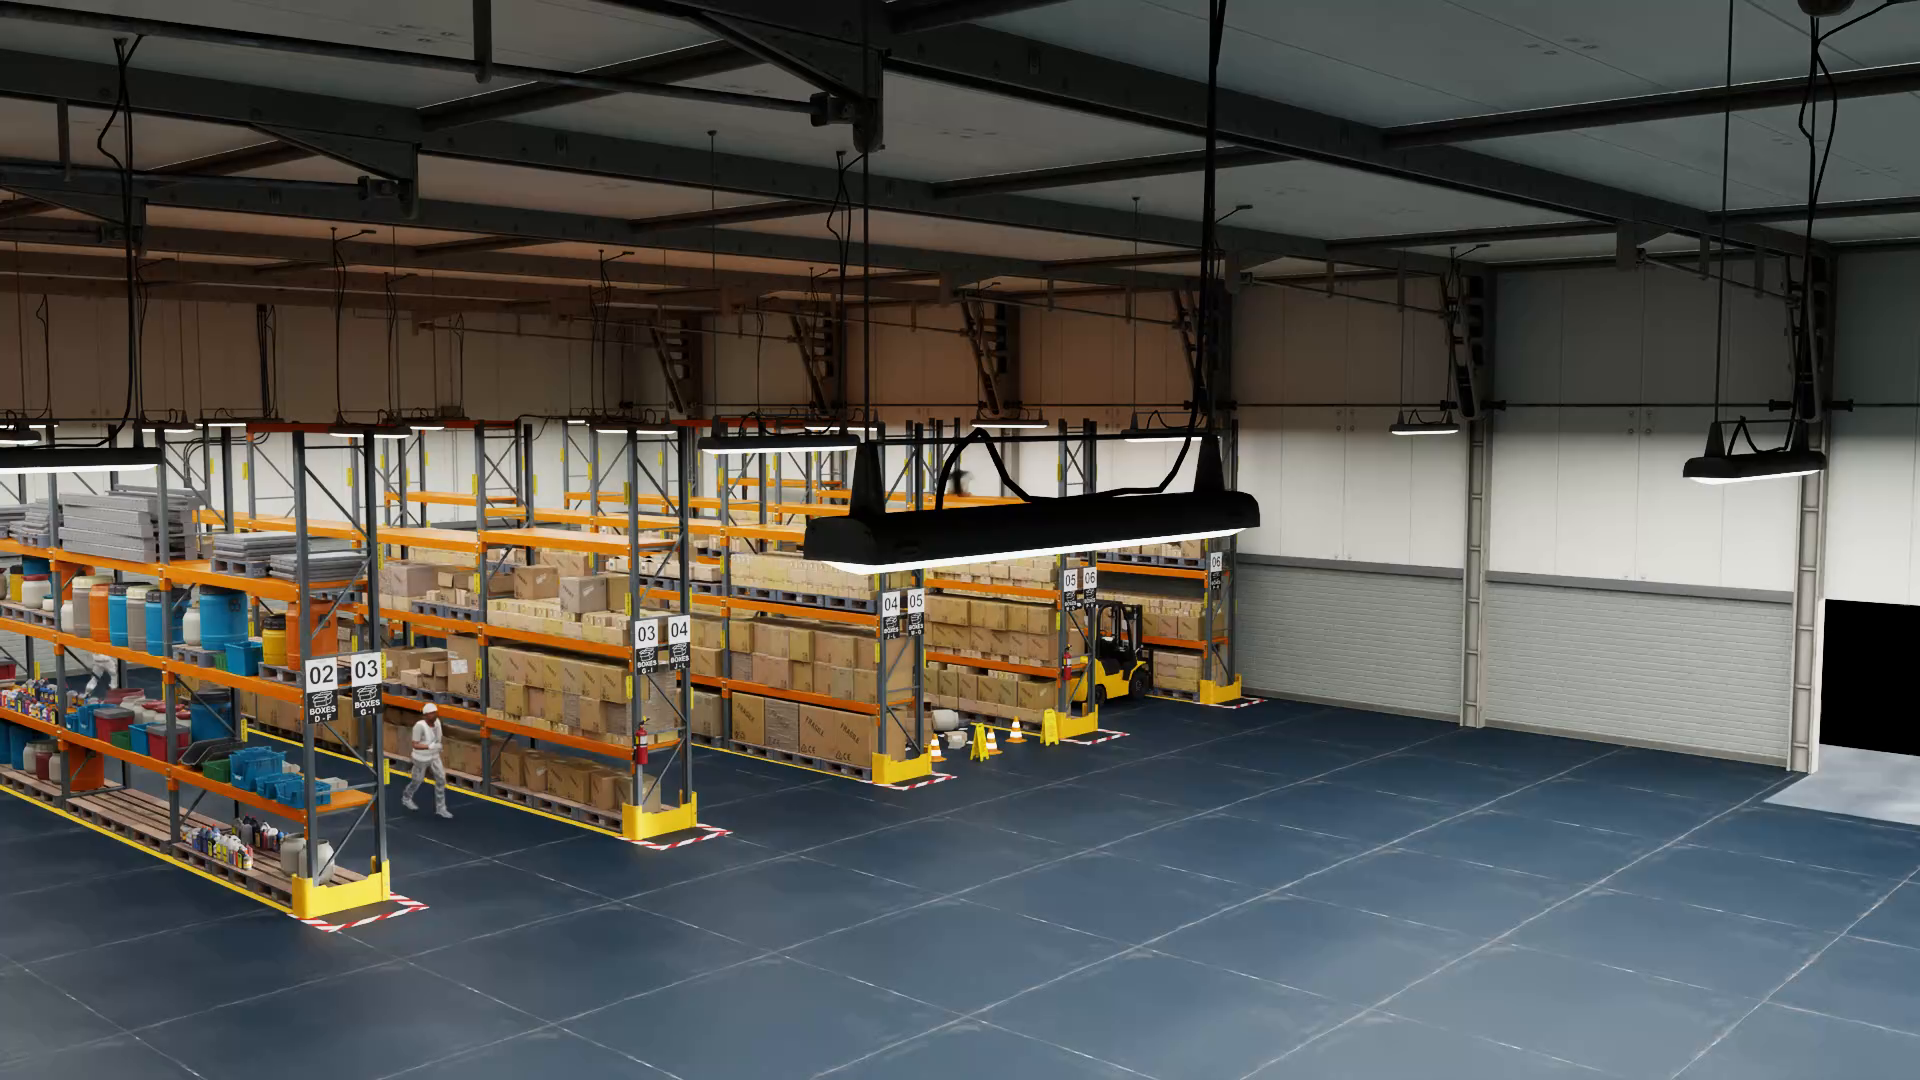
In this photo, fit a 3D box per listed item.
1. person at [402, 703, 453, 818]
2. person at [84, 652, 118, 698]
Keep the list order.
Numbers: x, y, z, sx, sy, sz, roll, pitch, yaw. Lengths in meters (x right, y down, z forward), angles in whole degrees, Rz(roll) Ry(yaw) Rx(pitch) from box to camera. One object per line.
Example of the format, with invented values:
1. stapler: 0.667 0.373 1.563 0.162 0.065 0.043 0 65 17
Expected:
1. person: -8.201 3.361 25.529 1.004 1.767 0.711 3 6 32
2. person: -18.006 2.571 35.006 0.644 1.845 0.696 4 6 38
